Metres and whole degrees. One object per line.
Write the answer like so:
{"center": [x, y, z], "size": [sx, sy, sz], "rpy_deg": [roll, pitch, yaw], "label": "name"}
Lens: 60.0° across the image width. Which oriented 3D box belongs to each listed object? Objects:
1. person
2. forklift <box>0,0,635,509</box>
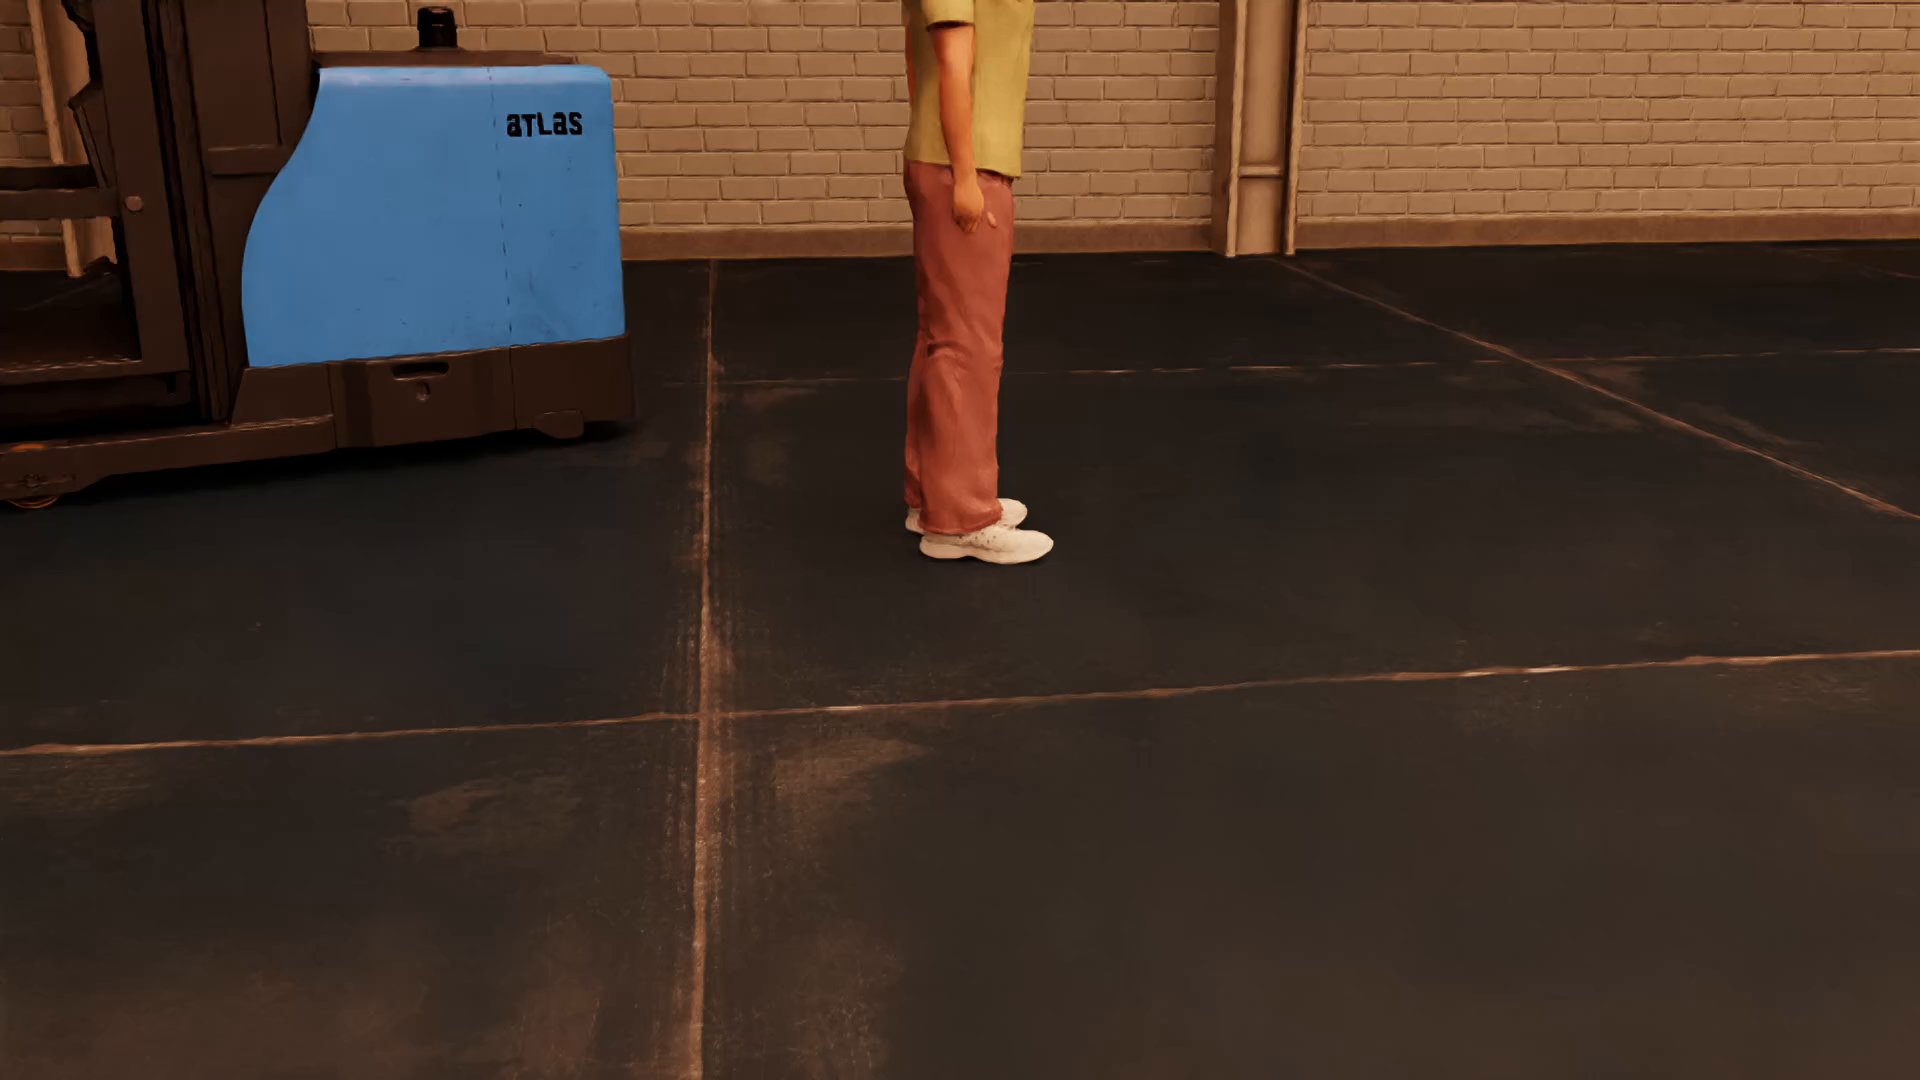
{"center": [0.008, -0.802, 3.728], "size": [0.365, 1.673, 0.429], "rpy_deg": [-2, 17, -8], "label": "person"}
{"center": [-2.519, -1.629, 4.293], "size": [3.031, 2.935, 1.130], "rpy_deg": [-9, 19, -27], "label": "forklift"}
